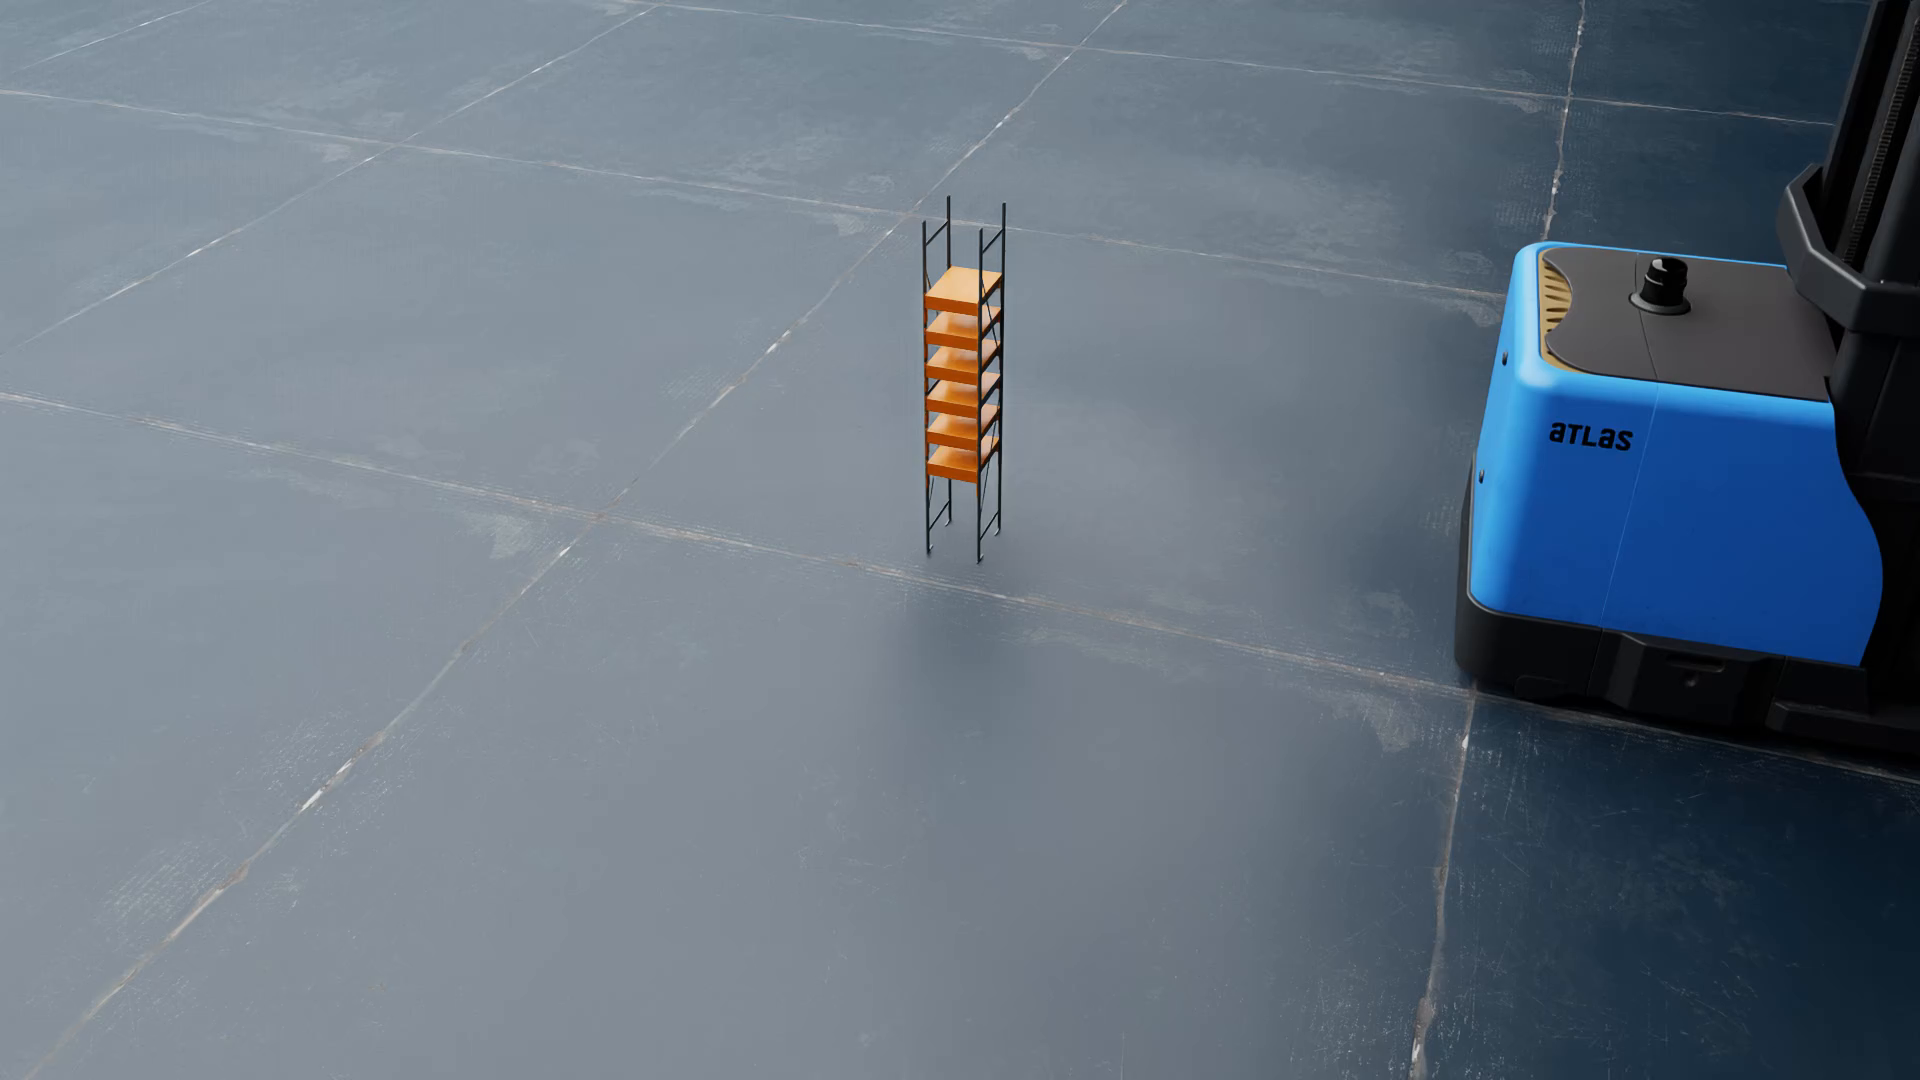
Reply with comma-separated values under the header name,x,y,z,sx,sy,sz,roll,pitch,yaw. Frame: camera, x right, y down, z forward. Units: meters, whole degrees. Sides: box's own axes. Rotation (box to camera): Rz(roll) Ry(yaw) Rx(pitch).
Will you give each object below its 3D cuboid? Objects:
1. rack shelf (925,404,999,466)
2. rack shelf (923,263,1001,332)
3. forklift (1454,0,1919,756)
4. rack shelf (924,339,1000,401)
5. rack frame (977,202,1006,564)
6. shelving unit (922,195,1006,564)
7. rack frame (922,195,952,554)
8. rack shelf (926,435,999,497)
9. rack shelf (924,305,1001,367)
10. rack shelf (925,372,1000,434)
name,x,y,z,sx,sy,sz,roll,pitch,yaw
rack shelf,0.014,-0.363,5.510,0.180,0.103,0.258,11,34,16
rack shelf,0.014,-0.767,5.249,0.180,0.103,0.258,11,34,16
forklift,3.078,-0.816,4.312,3.031,2.935,1.130,9,34,13
rack shelf,0.014,-0.565,5.379,0.180,0.103,0.258,11,34,16
rack frame,0.100,-0.485,5.395,0.006,1.200,0.240,11,34,16
shelving unit,0.014,-0.501,5.420,0.189,1.200,0.258,11,34,16
rack frame,-0.073,-0.518,5.446,0.006,1.200,0.240,11,34,16
rack shelf,0.014,-0.262,5.575,0.180,0.103,0.258,11,34,16
rack shelf,0.014,-0.666,5.314,0.180,0.103,0.258,11,34,16
rack shelf,0.014,-0.464,5.445,0.180,0.103,0.258,11,34,16
